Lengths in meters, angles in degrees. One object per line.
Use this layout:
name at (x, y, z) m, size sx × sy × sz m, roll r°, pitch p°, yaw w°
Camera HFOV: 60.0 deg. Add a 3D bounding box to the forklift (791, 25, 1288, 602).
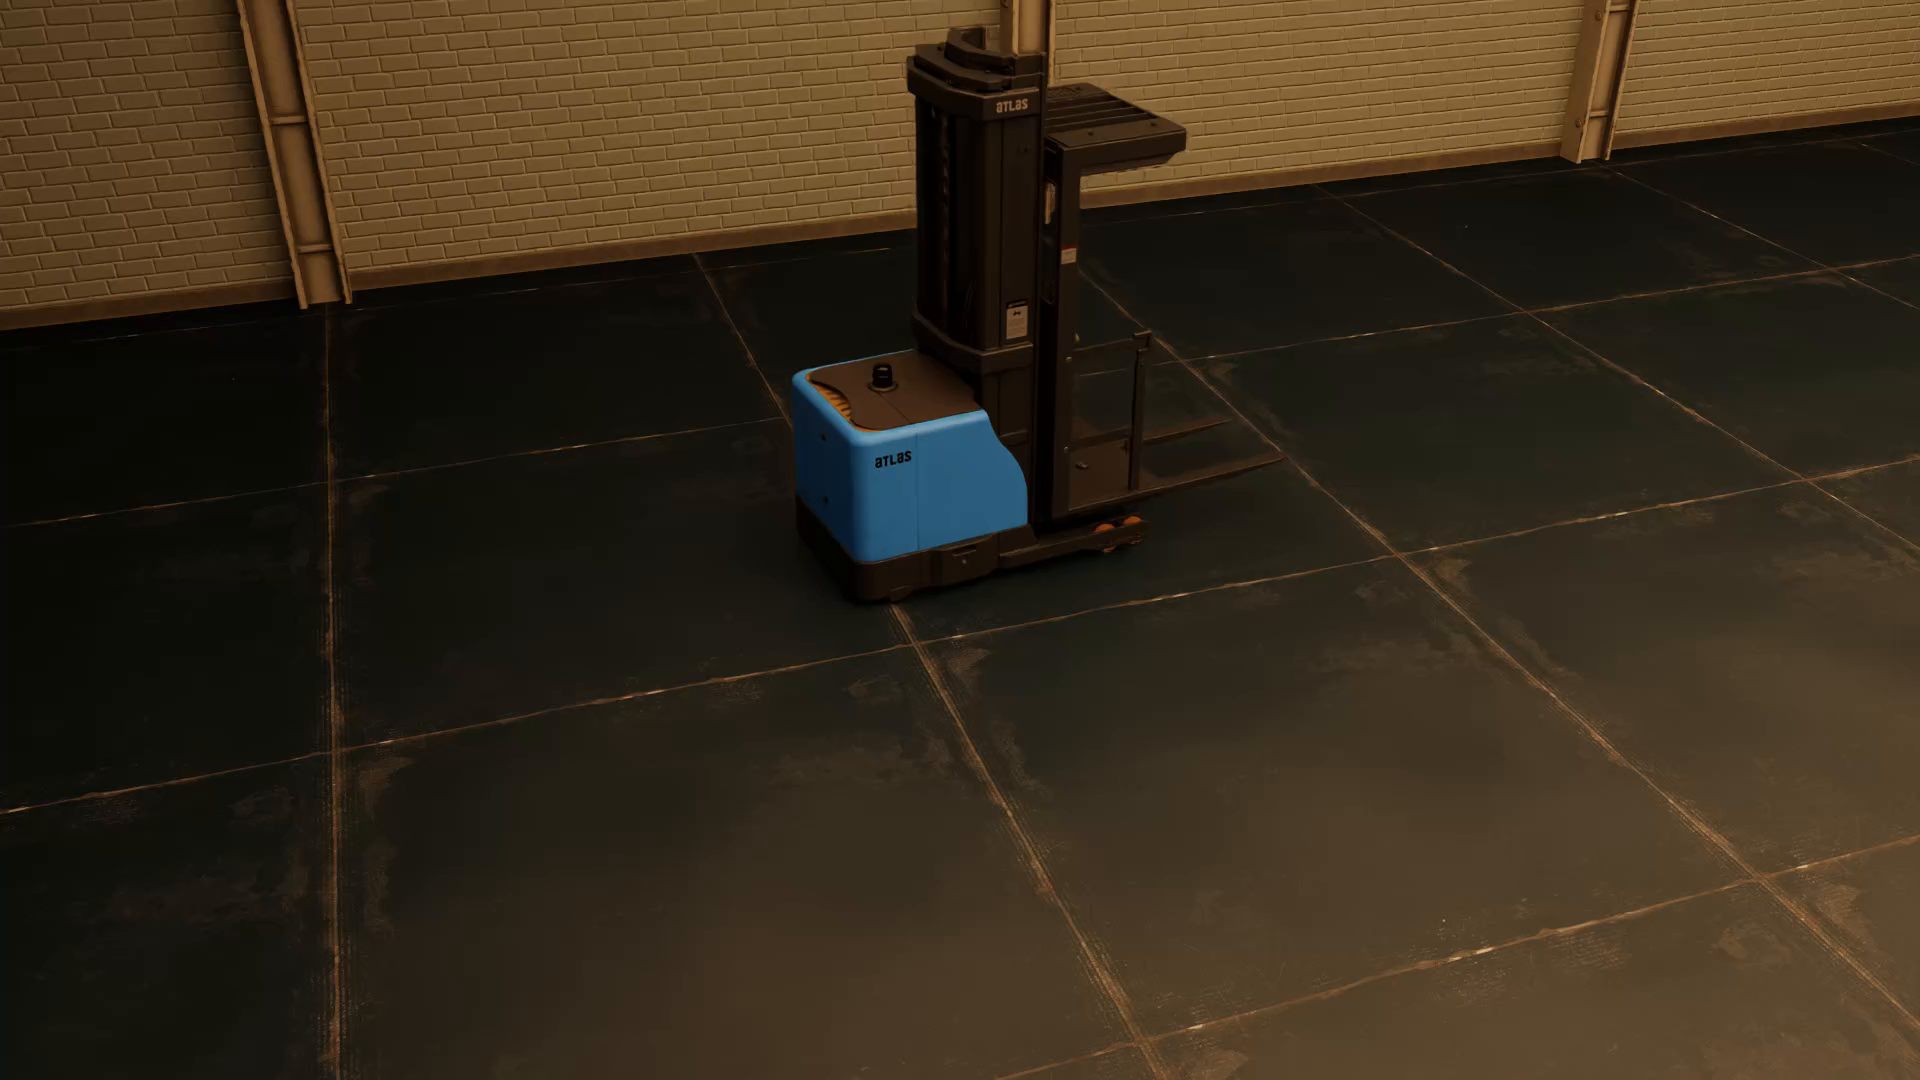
forklift at (0.567, -1.420, 9.555) m, size 3.031 × 2.935 × 1.130 m, roll -14°, pitch 33°, yaw -23°
